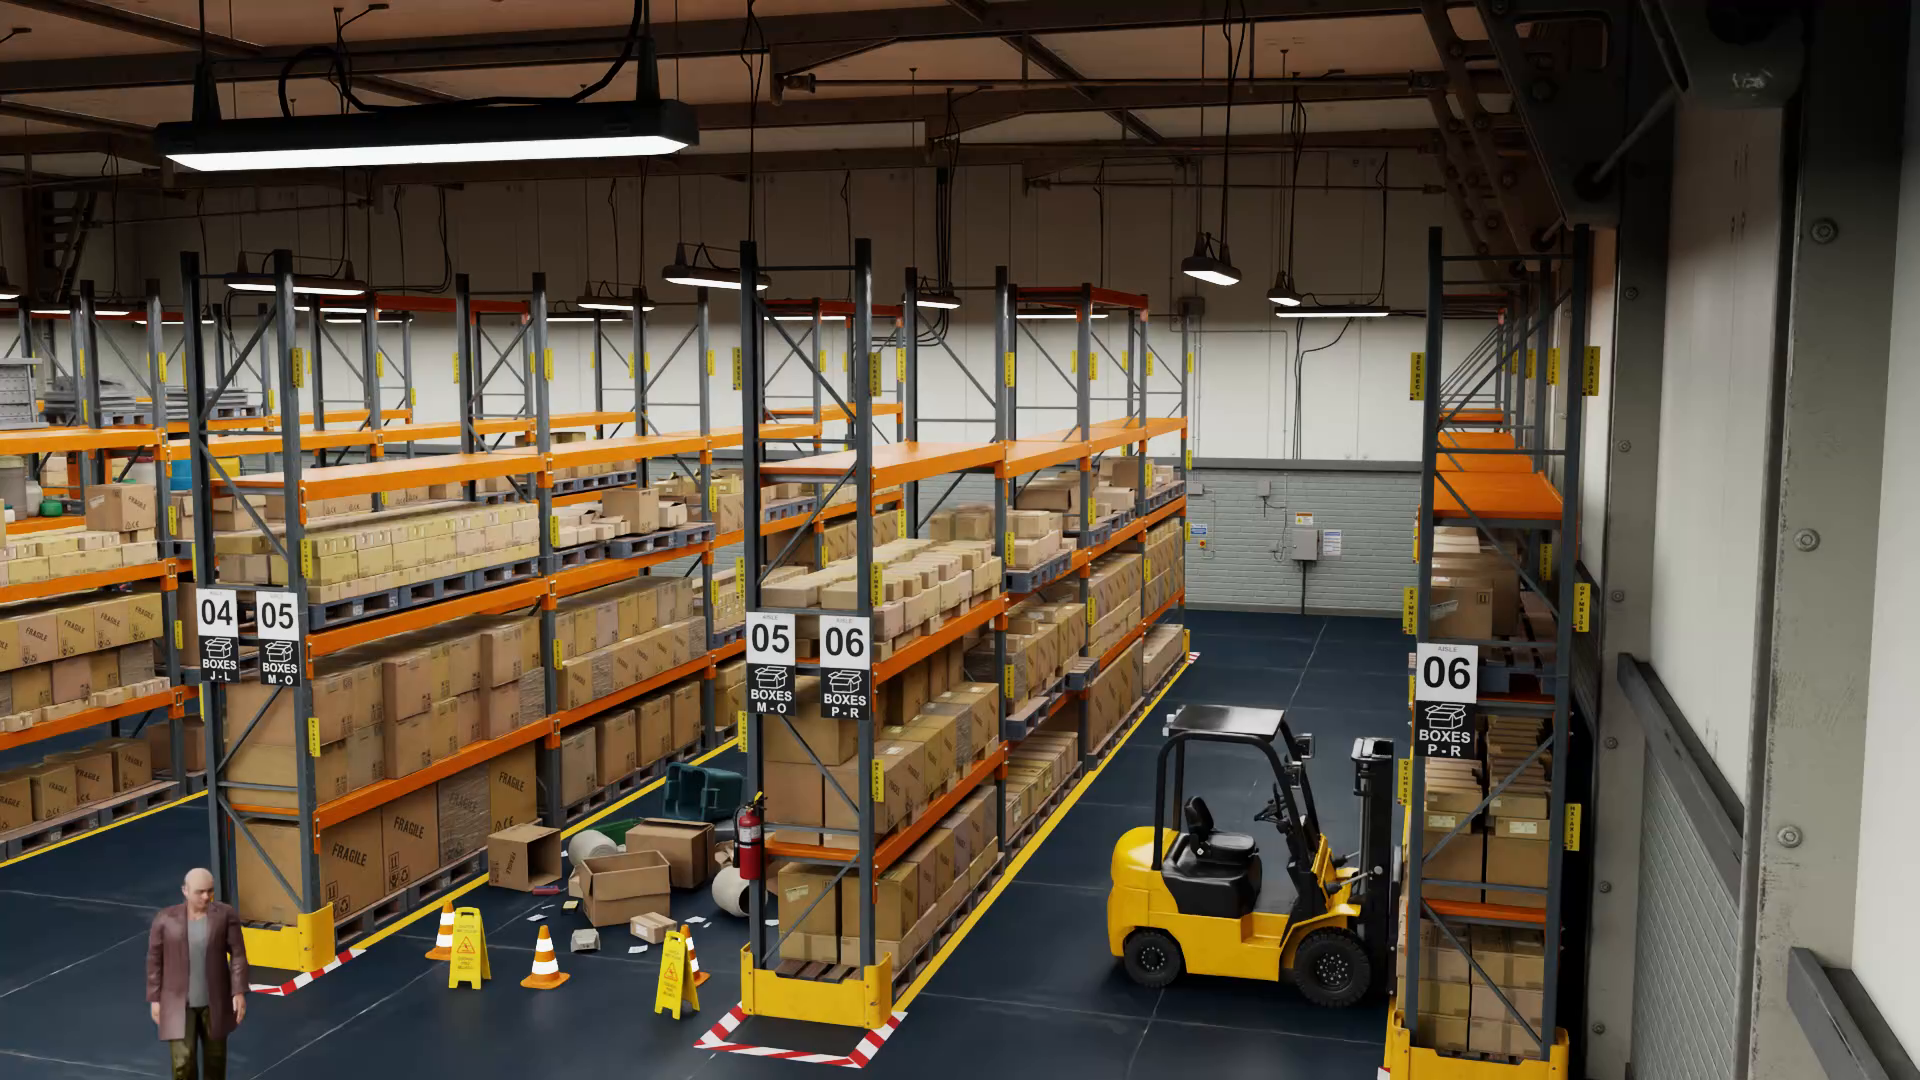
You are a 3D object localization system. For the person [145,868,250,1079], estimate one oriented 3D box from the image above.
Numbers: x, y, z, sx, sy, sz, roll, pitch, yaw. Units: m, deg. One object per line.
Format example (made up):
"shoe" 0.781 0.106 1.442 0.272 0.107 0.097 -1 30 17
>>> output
"person" -5.015 3.092 10.965 0.615 1.854 0.568 -4 7 -30
